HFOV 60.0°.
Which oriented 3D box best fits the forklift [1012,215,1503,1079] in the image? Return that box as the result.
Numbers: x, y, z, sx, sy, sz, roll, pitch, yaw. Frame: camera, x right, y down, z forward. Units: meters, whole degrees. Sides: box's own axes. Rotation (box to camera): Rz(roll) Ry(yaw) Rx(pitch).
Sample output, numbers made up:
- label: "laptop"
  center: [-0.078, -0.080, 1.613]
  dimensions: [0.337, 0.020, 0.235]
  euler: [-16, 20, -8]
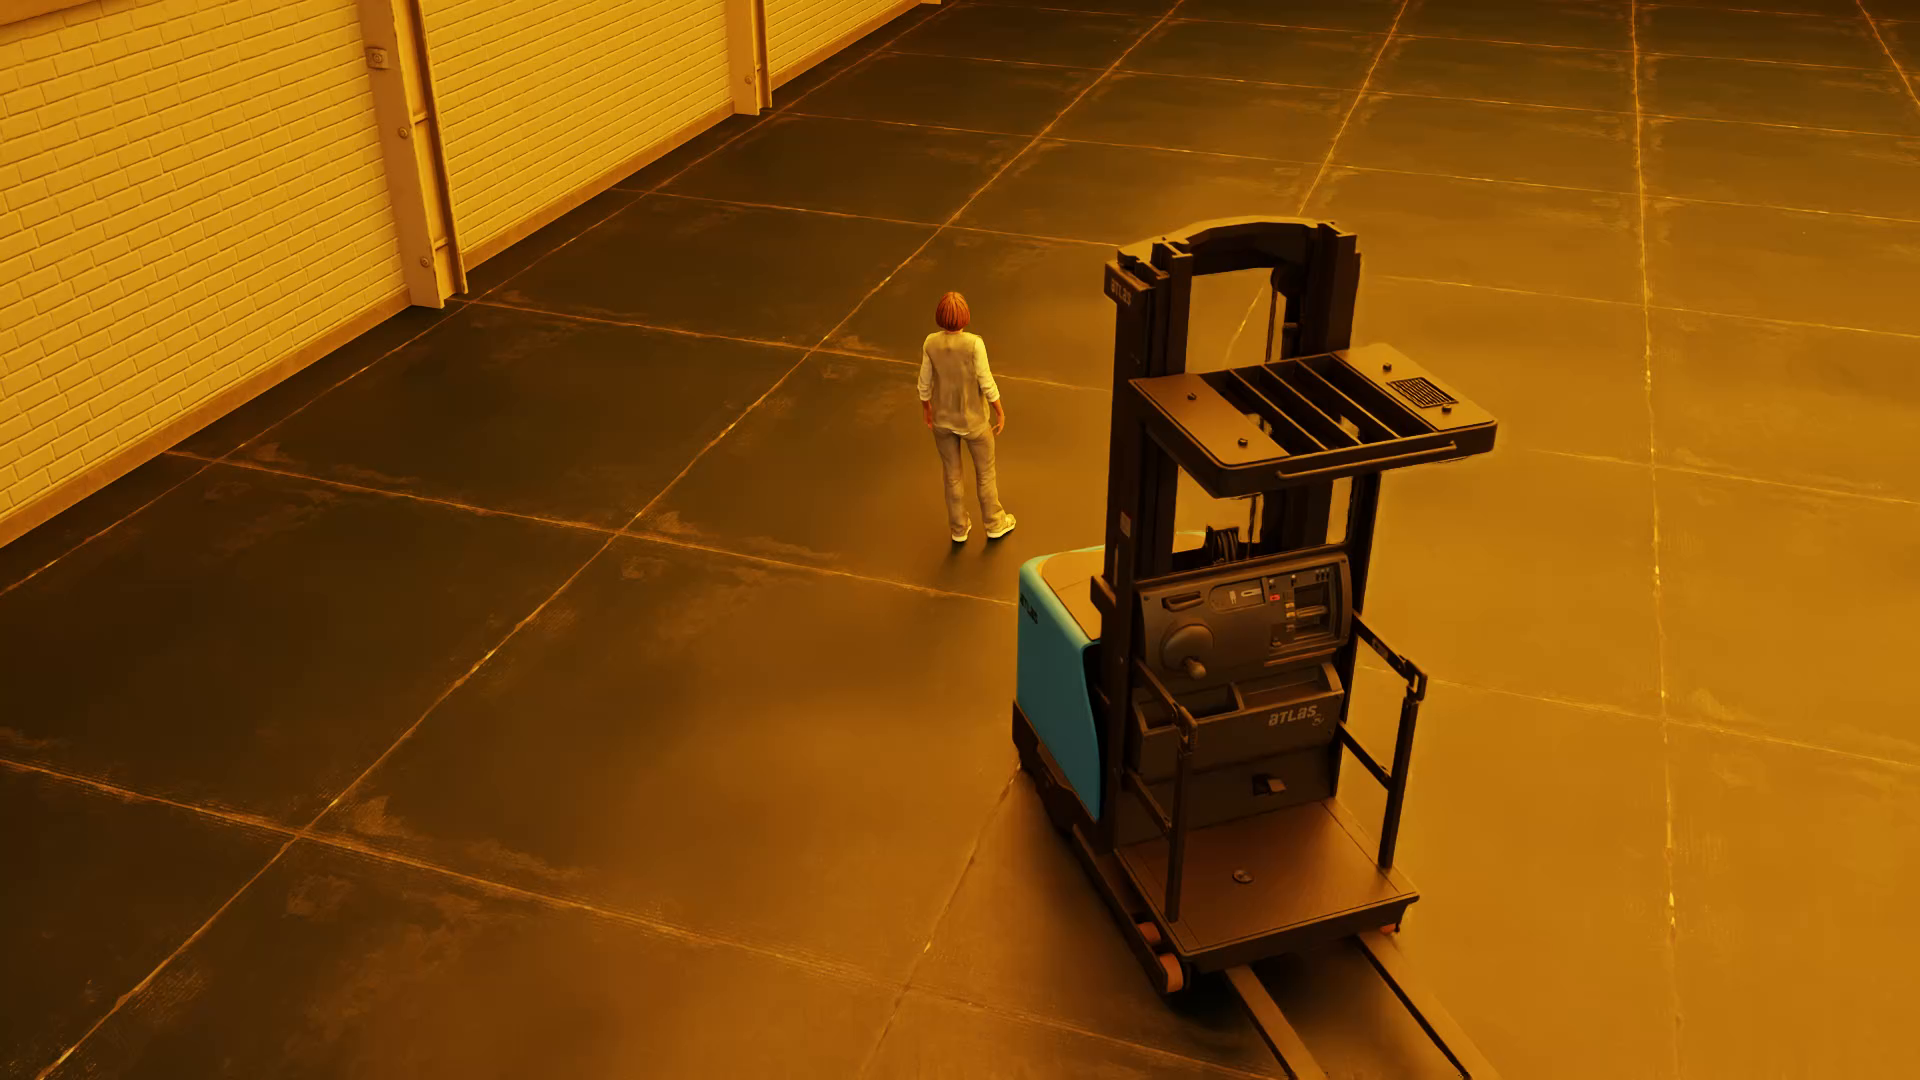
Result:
- label: "forklift"
  center: [1.227, 0.358, 6.509]
  dimensions: [1.130, 2.935, 3.031]
  euler: [-10, 31, -17]

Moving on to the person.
- label: "person"
  center: [0.037, -0.733, 9.755]
  dimensions: [0.521, 1.599, 0.473]
  euler: [10, 31, 16]
